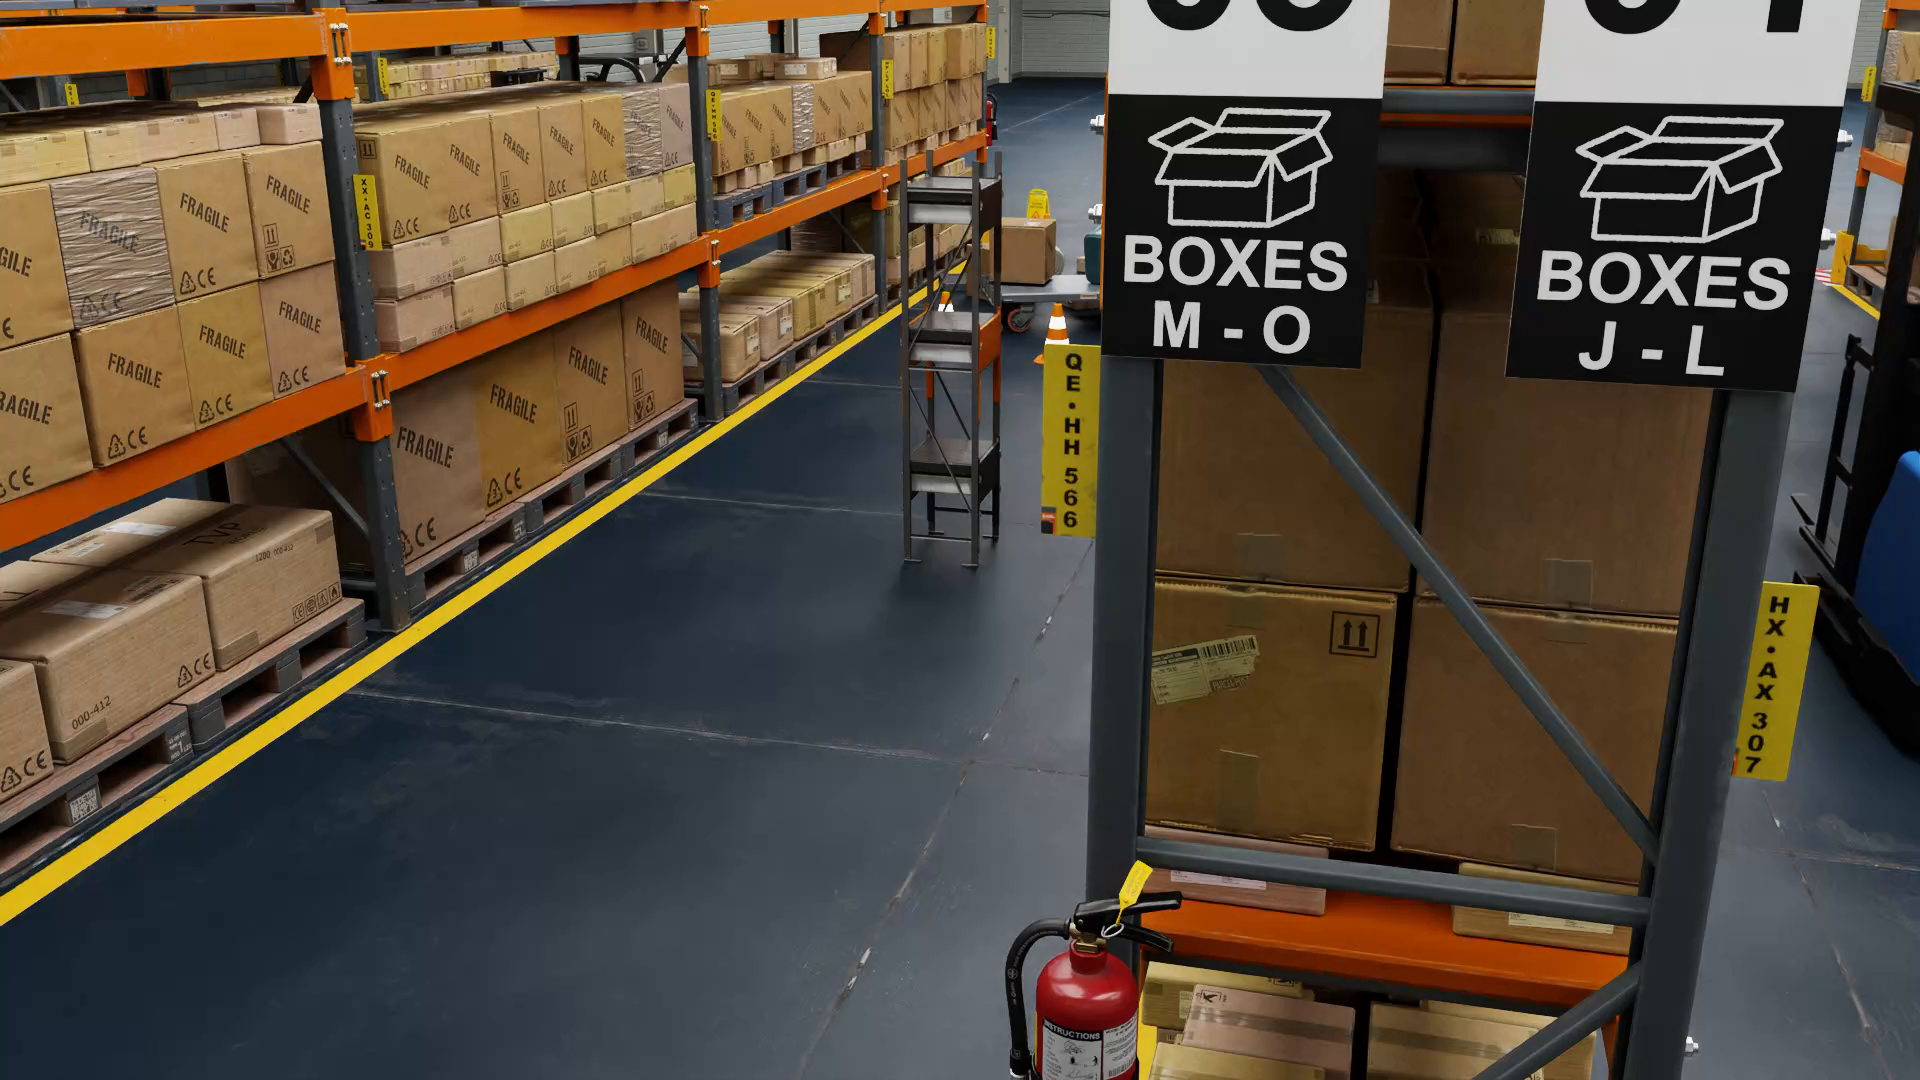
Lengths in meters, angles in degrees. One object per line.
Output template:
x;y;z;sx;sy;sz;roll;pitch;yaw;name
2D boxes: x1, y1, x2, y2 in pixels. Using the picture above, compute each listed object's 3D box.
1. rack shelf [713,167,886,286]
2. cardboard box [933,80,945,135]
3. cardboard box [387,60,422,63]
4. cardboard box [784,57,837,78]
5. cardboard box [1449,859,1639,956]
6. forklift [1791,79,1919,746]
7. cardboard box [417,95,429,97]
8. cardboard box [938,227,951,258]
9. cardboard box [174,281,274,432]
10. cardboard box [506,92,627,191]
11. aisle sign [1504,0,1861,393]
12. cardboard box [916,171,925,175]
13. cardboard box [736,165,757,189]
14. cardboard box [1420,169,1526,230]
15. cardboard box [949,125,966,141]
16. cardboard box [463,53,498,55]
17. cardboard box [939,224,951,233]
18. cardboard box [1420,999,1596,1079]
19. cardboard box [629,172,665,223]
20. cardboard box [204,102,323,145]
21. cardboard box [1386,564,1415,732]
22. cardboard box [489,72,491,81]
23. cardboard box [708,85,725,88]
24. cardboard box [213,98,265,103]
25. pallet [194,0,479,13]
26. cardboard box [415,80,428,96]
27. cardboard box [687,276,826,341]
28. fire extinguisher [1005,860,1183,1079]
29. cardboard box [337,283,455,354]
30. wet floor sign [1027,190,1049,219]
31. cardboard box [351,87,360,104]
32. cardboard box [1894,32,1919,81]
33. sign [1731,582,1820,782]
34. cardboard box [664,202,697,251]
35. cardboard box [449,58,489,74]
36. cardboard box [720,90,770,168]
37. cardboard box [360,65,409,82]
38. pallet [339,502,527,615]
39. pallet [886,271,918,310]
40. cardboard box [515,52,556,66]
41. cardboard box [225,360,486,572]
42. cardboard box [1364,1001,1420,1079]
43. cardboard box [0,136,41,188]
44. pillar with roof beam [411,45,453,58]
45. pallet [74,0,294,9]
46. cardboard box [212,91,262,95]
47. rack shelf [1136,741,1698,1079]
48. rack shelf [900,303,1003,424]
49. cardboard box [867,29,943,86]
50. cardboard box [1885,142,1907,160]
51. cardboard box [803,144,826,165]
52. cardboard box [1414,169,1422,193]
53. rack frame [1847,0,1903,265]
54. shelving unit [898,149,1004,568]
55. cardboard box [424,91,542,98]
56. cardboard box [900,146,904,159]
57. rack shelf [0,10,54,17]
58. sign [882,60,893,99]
-1.663;-2.566;13.174;1.077;0.370;4.000;5;19;13;rack shelf
-0.457;-4.313;16.560;0.500;0.500;0.500;5;19;14;cardboard box
-5.859;-4.942;17.398;0.380;0.149;0.250;4;19;13;cardboard box
-1.224;-3.848;13.544;0.380;0.149;0.250;4;19;12;cardboard box
1.116;0.630;3.091;0.380;0.149;0.250;4;19;13;cardboard box
4.611;-0.936;7.394;1.130;2.935;3.031;4;19;13;forklift
-5.516;-4.255;16.849;0.500;0.500;0.500;5;19;14;cardboard box
-0.390;-3.084;17.181;0.500;0.250;0.500;4;19;11;cardboard box
-3.115;-0.746;6.577;0.500;0.500;0.500;4;19;12;cardboard box
-2.269;-2.301;9.582;0.500;0.500;0.500;5;19;13;cardboard box
0.992;-0.597;2.272;0.394;0.787;0.004;5;19;13;aisle sign
-0.493;-3.537;16.343;0.380;0.149;0.250;6;20;17;cardboard box
-1.679;-2.615;11.942;0.380;0.149;0.250;3;19;10;cardboard box
1.583;-0.838;4.838;0.500;0.500;0.500;5;20;15;cardboard box
-0.152;-4.285;17.479;0.380;0.149;0.250;5;19;14;cardboard box
-5.448;-5.422;18.802;0.380;0.149;0.250;5;19;14;cardboard box
-0.394;-3.447;17.082;0.500;0.500;0.500;4;19;12;cardboard box
1.313;1.153;4.010;0.380;0.149;0.250;5;19;13;cardboard box
-2.145;-2.113;10.191;0.500;0.250;0.500;4;19;12;cardboard box
-2.895;-1.732;6.913;0.380;0.149;0.250;4;19;12;cardboard box
1.202;0.110;3.610;0.500;0.500;0.500;5;19;13;cardboard box
-5.114;-4.998;18.021;0.380;0.149;0.250;5;19;14;cardboard box
-2.072;-3.152;12.512;0.500;0.500;0.500;3;19;10;cardboard box
-6.130;-3.662;14.110;0.380;0.149;0.250;4;19;12;cardboard box
-2.953;-2.646;7.950;0.805;0.209;1.217;4;19;11;pallet
-5.557;-4.523;16.631;0.380;0.149;0.250;5;19;13;cardboard box
-1.641;-1.881;13.469;0.950;0.372;0.625;5;20;15;cardboard box
0.209;0.842;2.777;0.296;0.674;0.183;5;19;13;fire extinguisher
-2.765;-1.072;7.918;0.500;0.250;0.500;4;19;12;cardboard box
0.887;-3.648;18.871;0.267;0.644;0.232;12;22;32;wet floor sign
-5.857;-4.154;15.551;0.380;0.149;0.250;5;20;15;cardboard box
8.885;-4.359;15.147;0.500;0.500;0.500;5;19;13;cardboard box
1.245;0.220;2.564;0.100;0.325;0.005;5;19;13;sign
-2.023;-2.030;10.722;0.500;0.250;0.500;4;19;11;cardboard box
-5.263;-5.063;17.752;0.380;0.149;0.250;5;19;14;cardboard box
-1.697;-2.953;11.929;0.500;0.500;0.500;6;20;16;cardboard box
-5.664;-4.587;16.357;0.380;0.149;0.250;5;19;14;cardboard box
-3.013;0.046;8.728;1.003;0.211;1.213;5;19;13;pallet
-1.044;-2.427;15.968;1.003;0.211;1.213;5;19;13;pallet
-4.894;-5.544;19.161;0.380;0.149;0.250;5;19;14;cardboard box
-3.055;-0.420;8.414;0.875;0.875;0.875;5;20;15;cardboard box
1.191;1.287;4.079;0.380;0.149;0.250;5;19;14;cardboard box
-3.315;-1.258;5.525;0.380;0.149;0.250;5;19;13;cardboard box
-1.881;-7.530;17.312;9.100;9.000;0.400;5;19;13;pillar with roof beam
-3.339;-2.148;6.333;1.003;0.211;1.213;5;19;13;pallet
-6.503;-3.946;14.941;0.380;0.149;0.250;4;19;13;cardboard box
1.207;0.300;4.781;1.077;0.370;4.000;5;19;13;rack shelf
-0.040;-0.929;8.701;0.431;0.518;0.480;5;19;13;rack shelf
-0.562;-4.629;15.938;0.700;0.500;0.500;4;19;12;cardboard box
8.957;-3.661;15.655;0.380;0.149;0.250;5;19;13;cardboard box
-1.295;-3.112;13.396;0.380;0.149;0.250;5;19;13;cardboard box
1.237;-1.042;5.437;0.500;0.500;0.500;4;19;12;cardboard box
9.413;-4.005;16.272;1.000;3.000;0.127;5;19;13;rack frame
-0.040;-0.942;8.696;0.431;2.100;0.503;5;19;13;shelving unit
-2.762;-2.348;9.720;0.500;0.500;0.500;5;20;15;cardboard box
-0.739;-3.657;15.643;0.380;0.149;0.250;5;19;13;cardboard box
-7.454;-3.123;10.162;1.077;0.370;4.000;5;19;13;rack shelf
-0.635;-4.039;14.580;0.100;0.325;0.005;5;19;13;sign
